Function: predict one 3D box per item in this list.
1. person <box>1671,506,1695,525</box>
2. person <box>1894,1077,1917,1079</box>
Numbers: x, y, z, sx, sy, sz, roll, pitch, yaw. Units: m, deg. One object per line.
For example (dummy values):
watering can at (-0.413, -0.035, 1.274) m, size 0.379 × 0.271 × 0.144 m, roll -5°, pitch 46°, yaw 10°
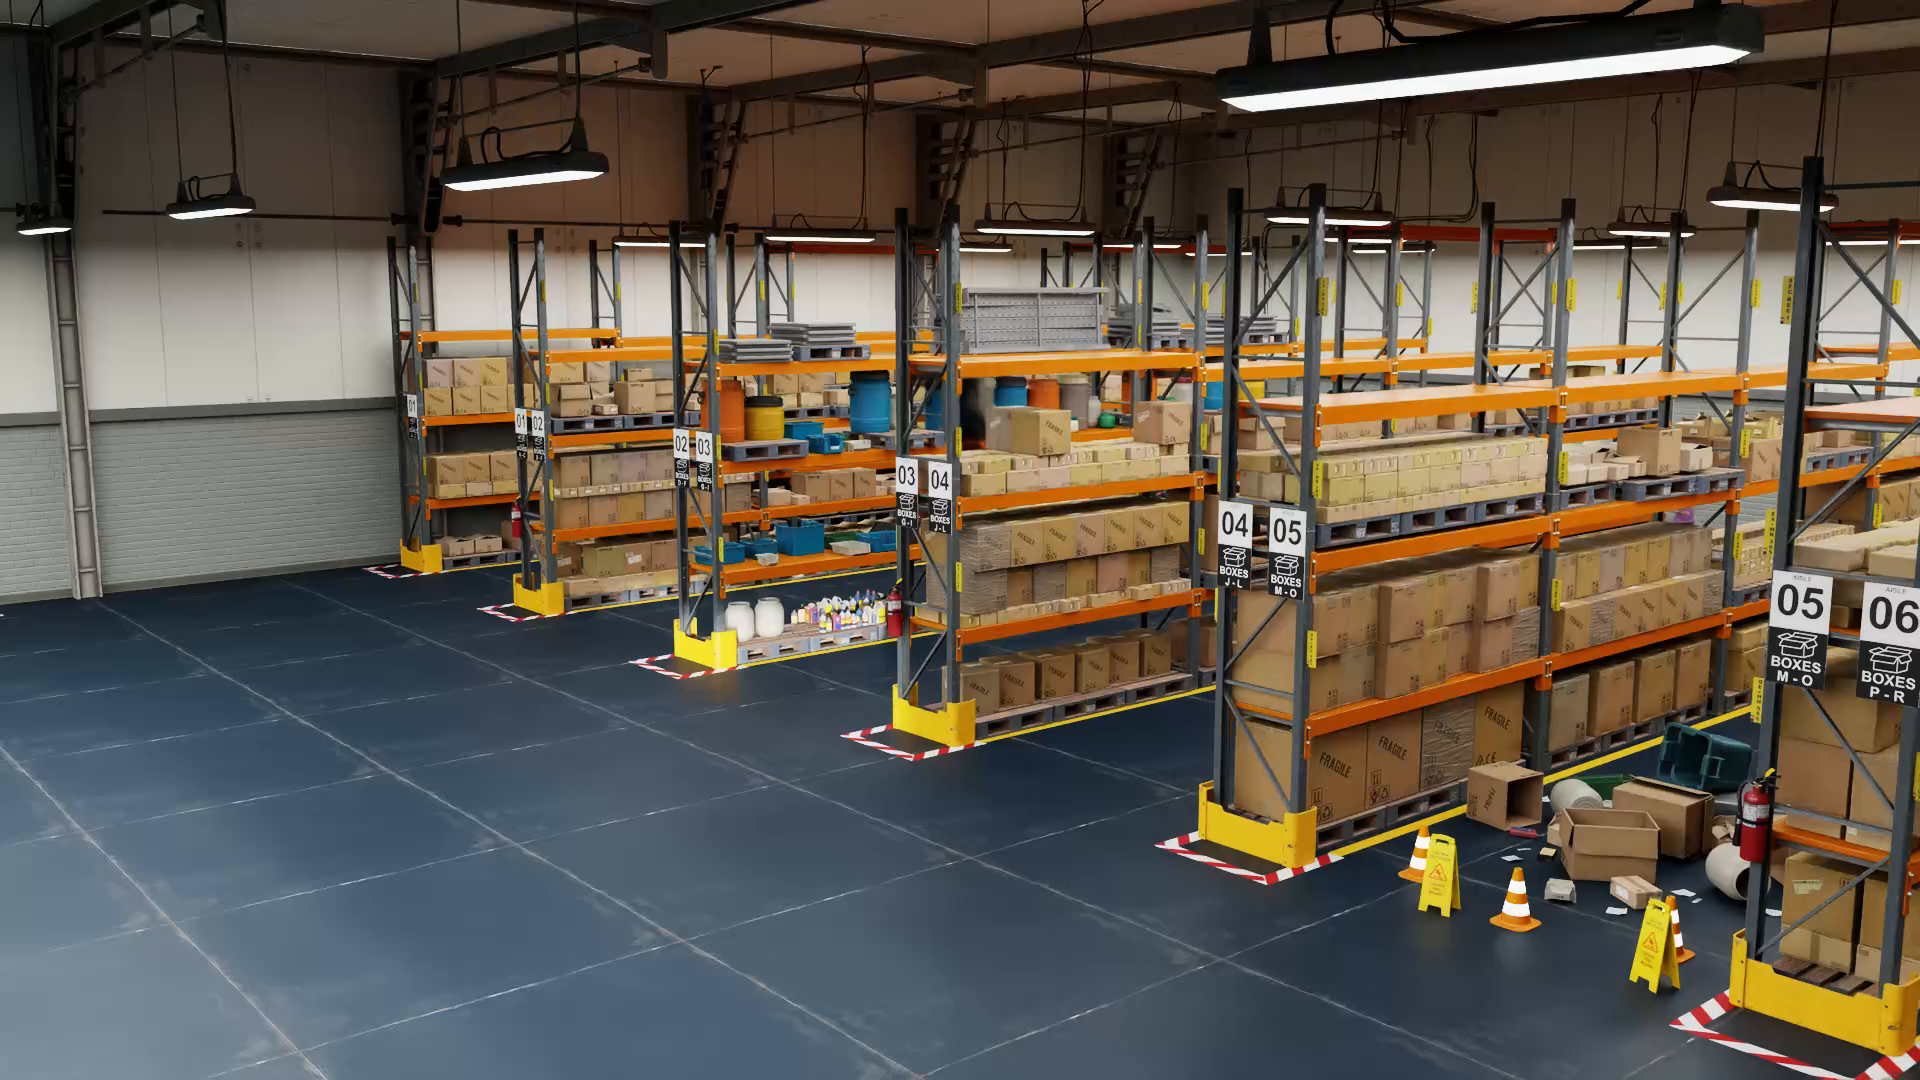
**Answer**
person at (13.388, -0.310, 30.661) m, size 0.523 × 1.538 × 0.546 m, roll -1°, pitch 9°, yaw -8°
person at (4.694, 3.152, 8.098) m, size 0.695 × 1.680 × 1.008 m, roll 3°, pitch 9°, yaw 21°
